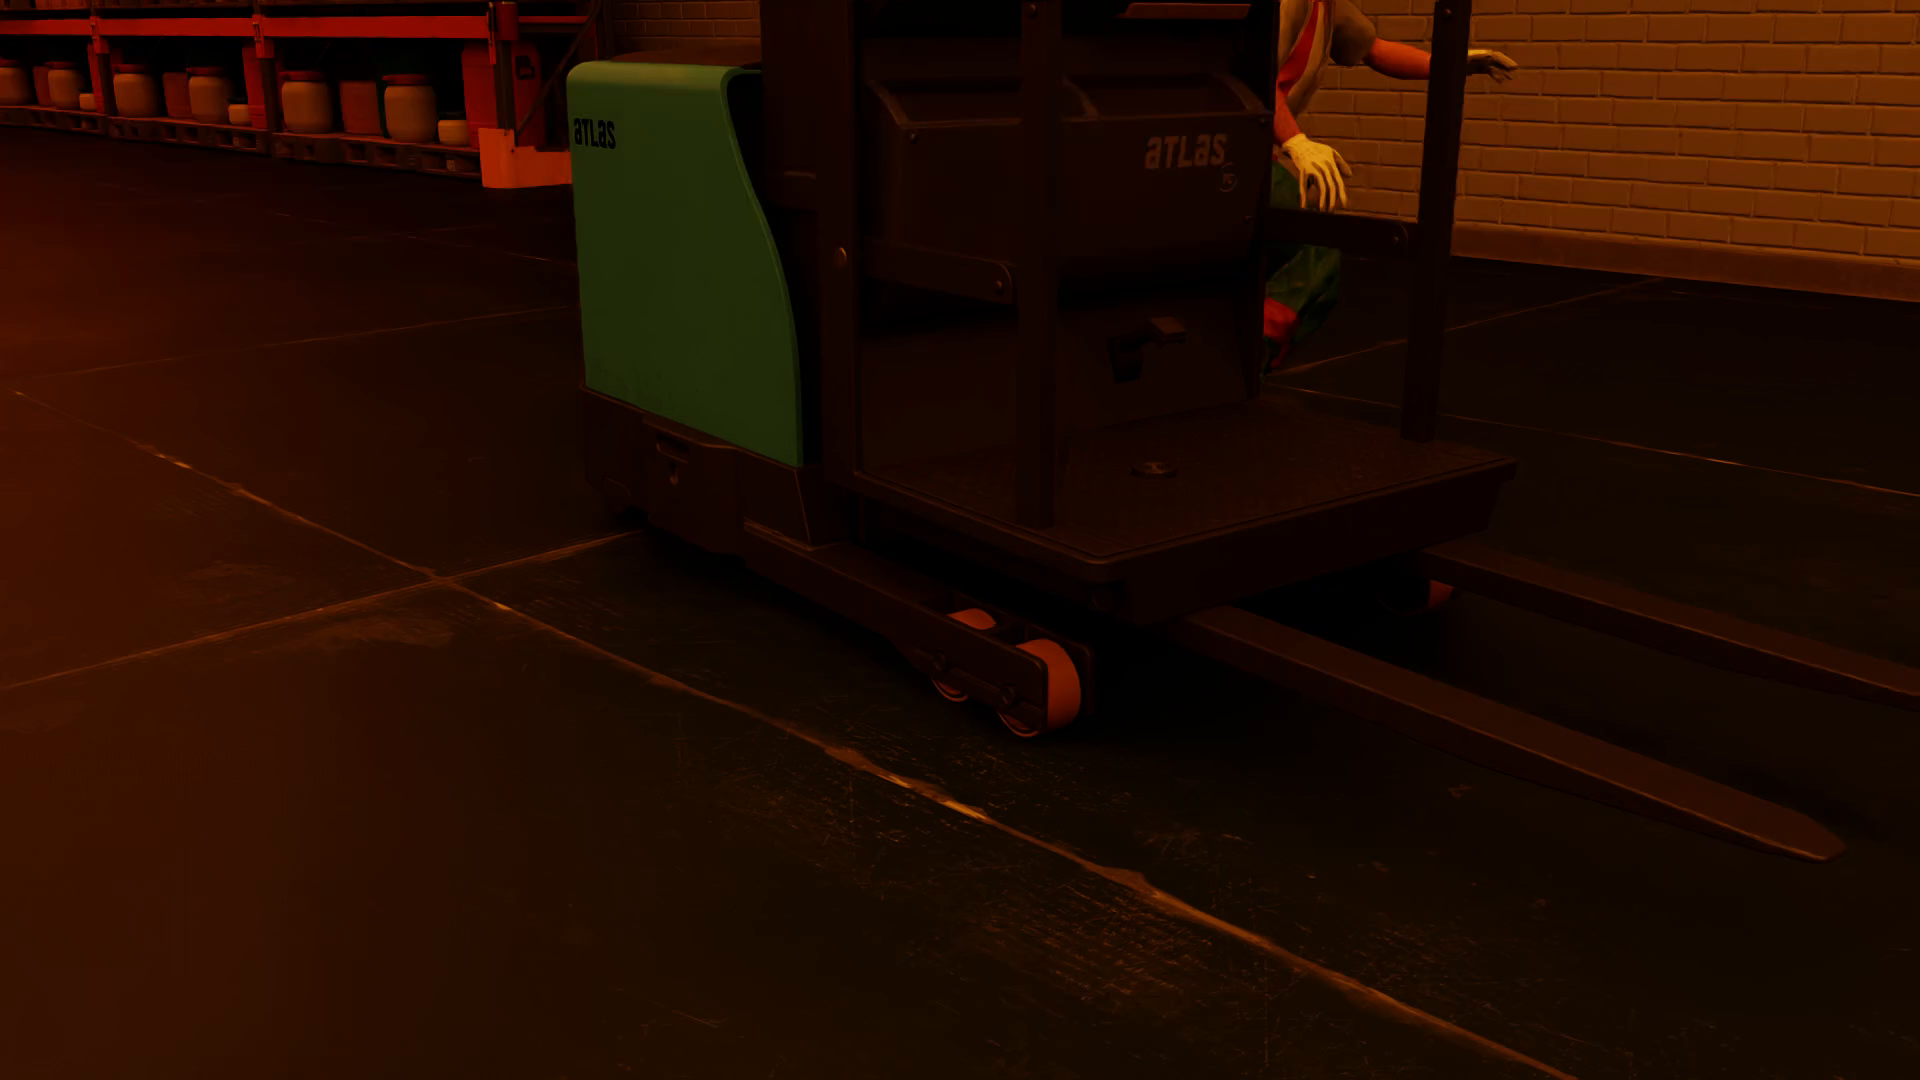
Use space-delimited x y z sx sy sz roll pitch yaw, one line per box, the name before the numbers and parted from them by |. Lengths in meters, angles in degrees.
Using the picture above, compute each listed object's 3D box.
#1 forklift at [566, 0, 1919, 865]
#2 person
forklift | 0.357 -1.230 2.909 1.130 2.935 3.031 -13 21 -35
person | 0.983 -0.990 4.455 0.934 1.501 1.187 5 18 16
